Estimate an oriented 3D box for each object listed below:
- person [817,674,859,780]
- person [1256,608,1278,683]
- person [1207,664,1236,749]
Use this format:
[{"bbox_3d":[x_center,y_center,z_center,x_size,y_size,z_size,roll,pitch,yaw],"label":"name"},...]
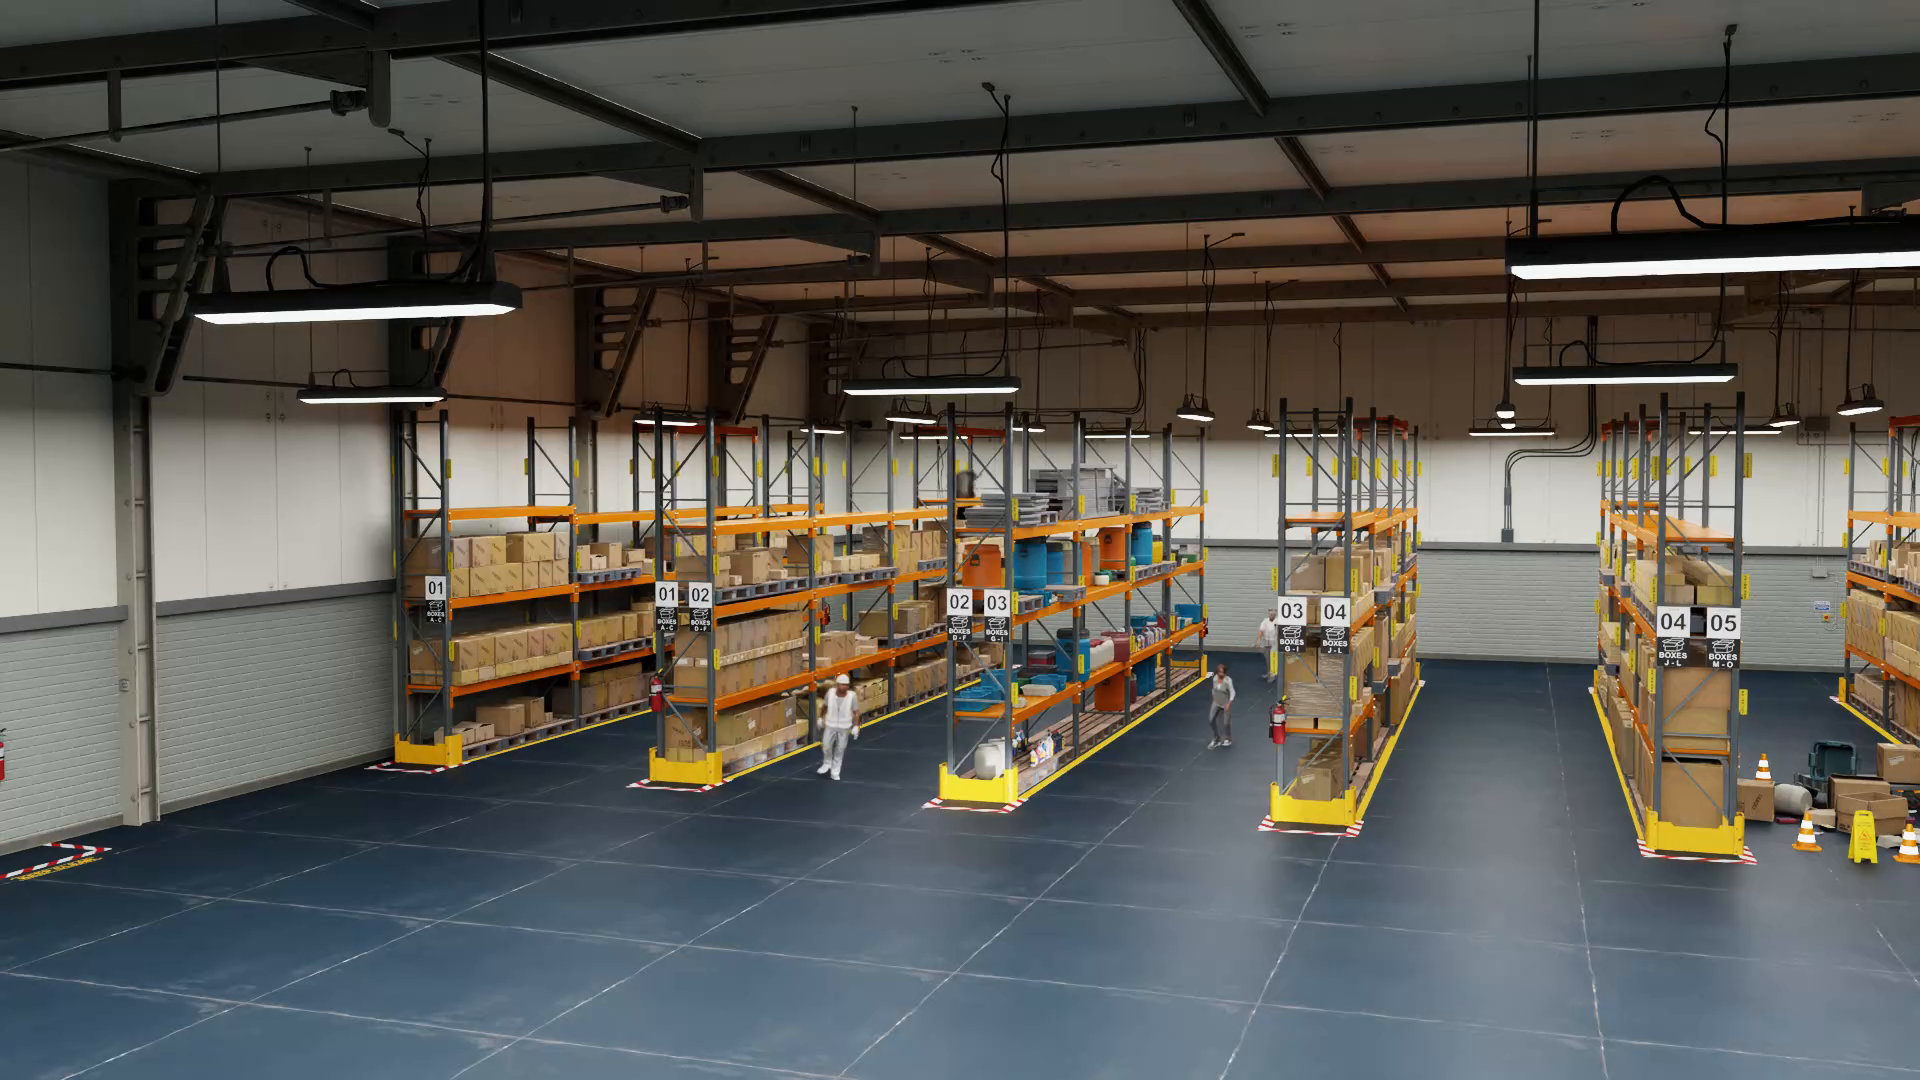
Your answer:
[{"bbox_3d":[-1.953,2.995,26.642,0.686,1.732,0.614,0,2,-4],"label":"person"},{"bbox_3d":[7.326,2.455,39.155,0.614,1.722,0.833,2,3,36],"label":"person"},{"bbox_3d":[4.714,2.964,29.717,0.513,1.535,0.750,1,3,27],"label":"person"}]
